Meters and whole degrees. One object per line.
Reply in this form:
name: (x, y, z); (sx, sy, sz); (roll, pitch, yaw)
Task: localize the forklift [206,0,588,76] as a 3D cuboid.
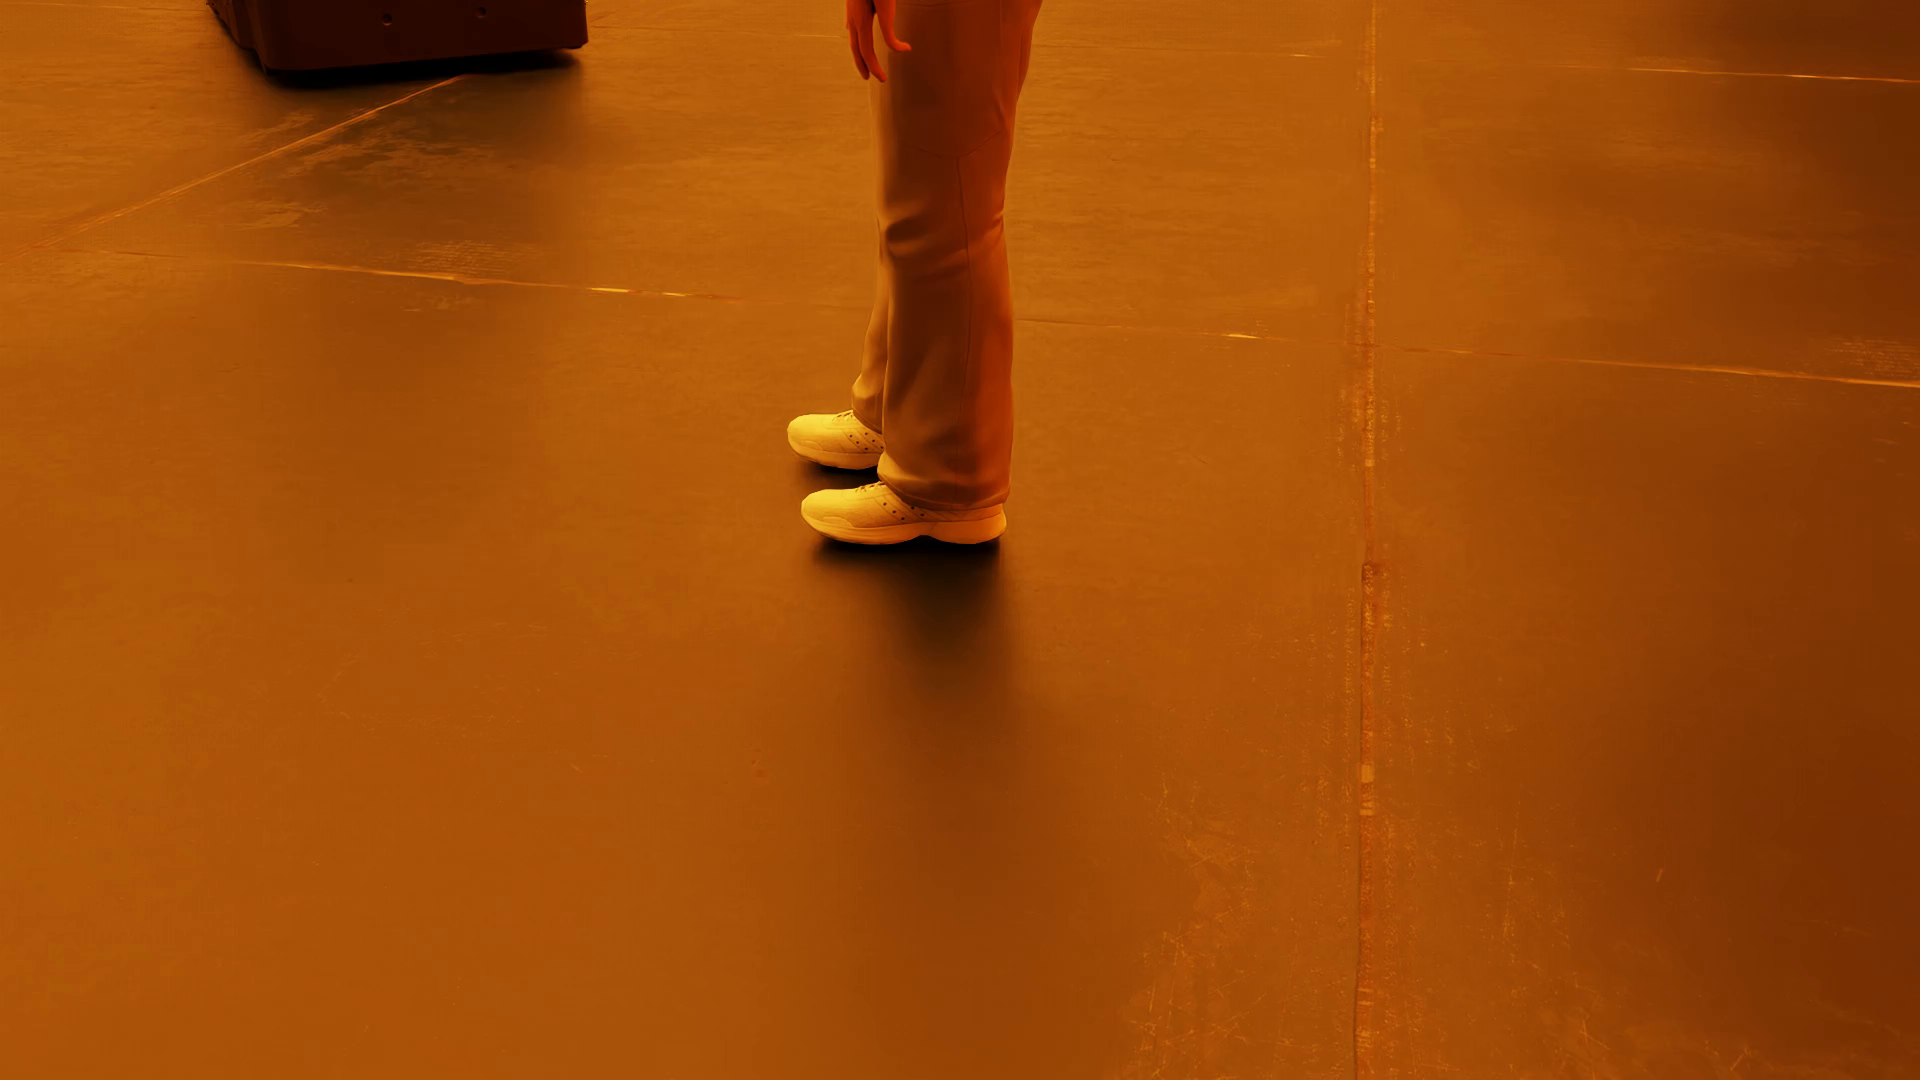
forklift: (-2.406, -3.438, 6.060); (1.130, 2.935, 3.031); (-13, 30, -24)

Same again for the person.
person: (-0.028, -0.680, 2.174); (0.393, 1.362, 0.517); (6, 27, 11)
